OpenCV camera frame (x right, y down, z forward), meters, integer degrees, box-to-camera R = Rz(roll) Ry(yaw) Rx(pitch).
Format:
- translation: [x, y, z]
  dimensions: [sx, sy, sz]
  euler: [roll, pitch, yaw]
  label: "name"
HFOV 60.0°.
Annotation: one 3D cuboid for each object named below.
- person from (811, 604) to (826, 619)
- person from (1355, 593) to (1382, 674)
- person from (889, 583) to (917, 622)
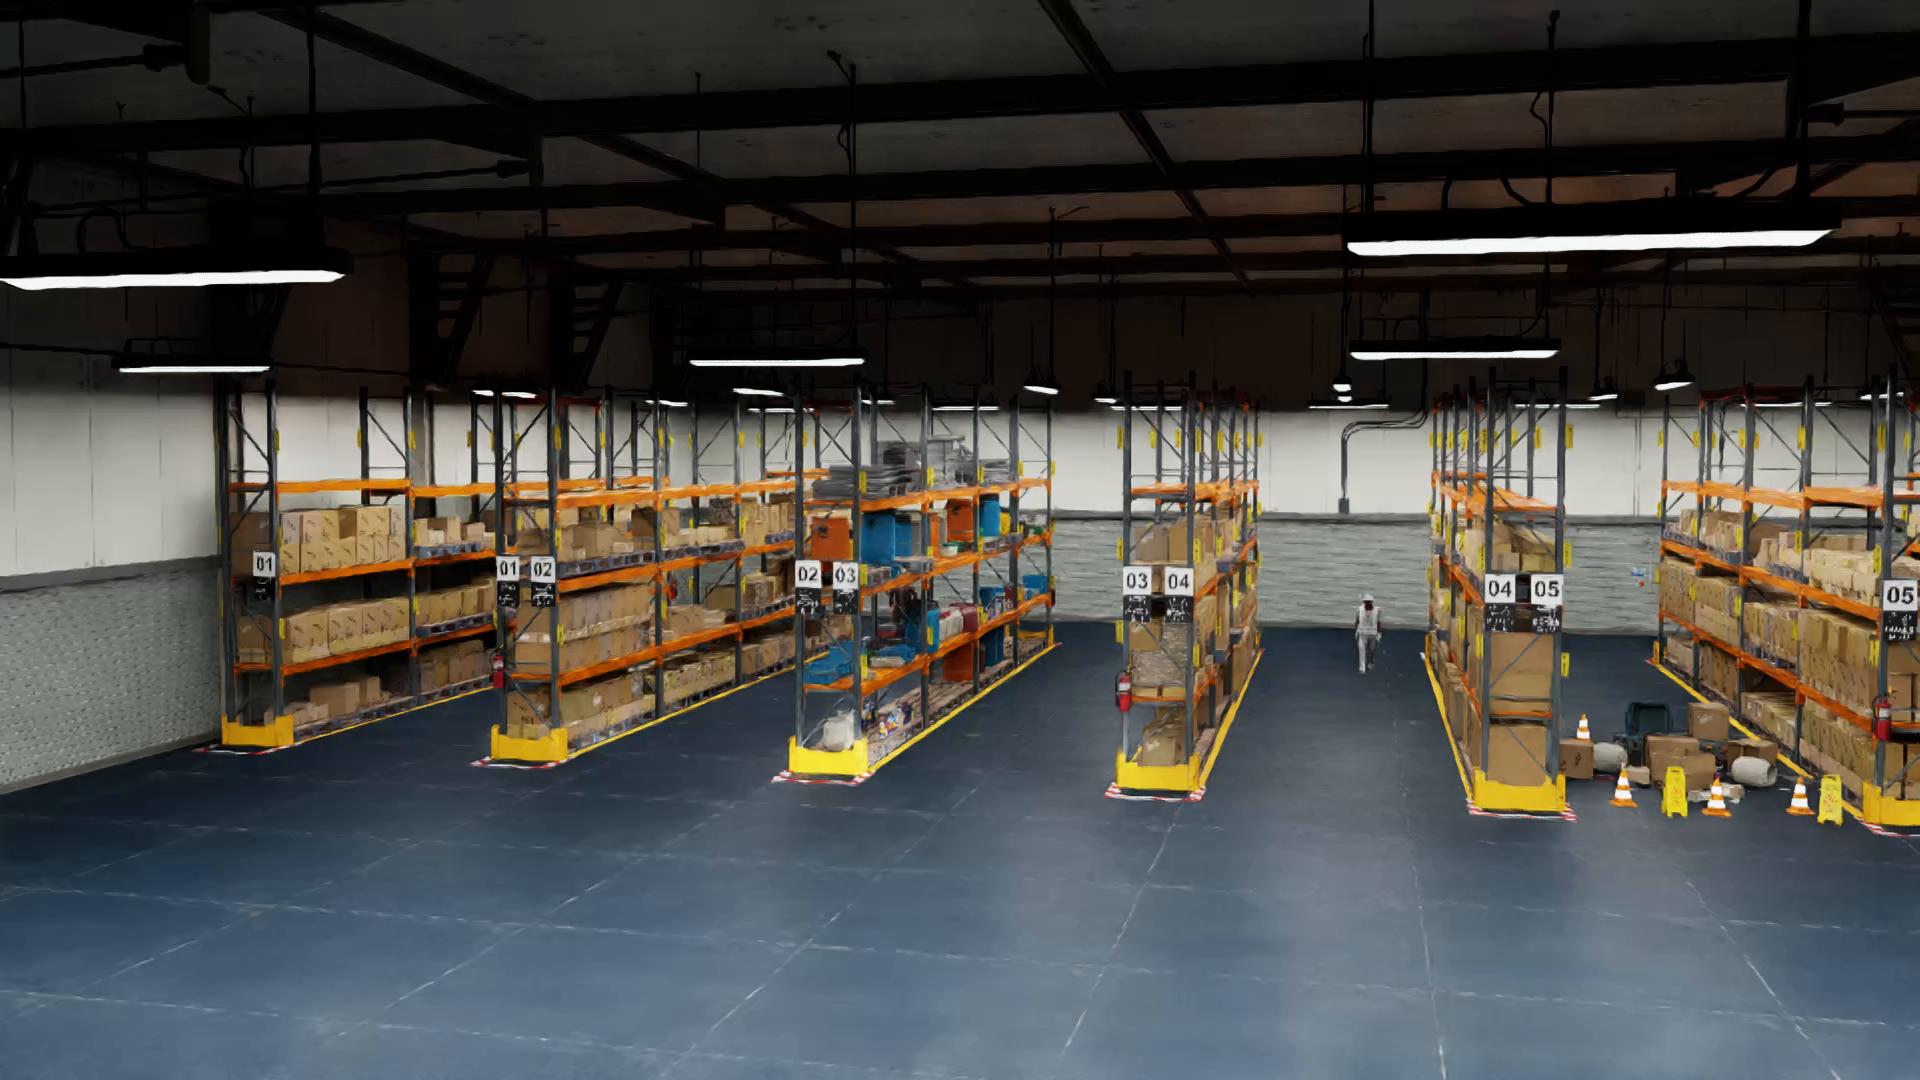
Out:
- translation: [-3.900, 1.440, 46.222]
  dimensions: [0.458, 1.601, 0.493]
  euler: [-2, 4, -34]
  label: "person"
- translation: [8.774, 1.992, 35.729]
  dimensions: [0.563, 1.707, 1.127]
  euler: [1, 3, 11]
  label: "person"
- translation: [-1.417, 1.671, 41.185]
  dimensions: [0.729, 1.733, 0.546]
  euler: [1, 3, 11]
  label: "person"
